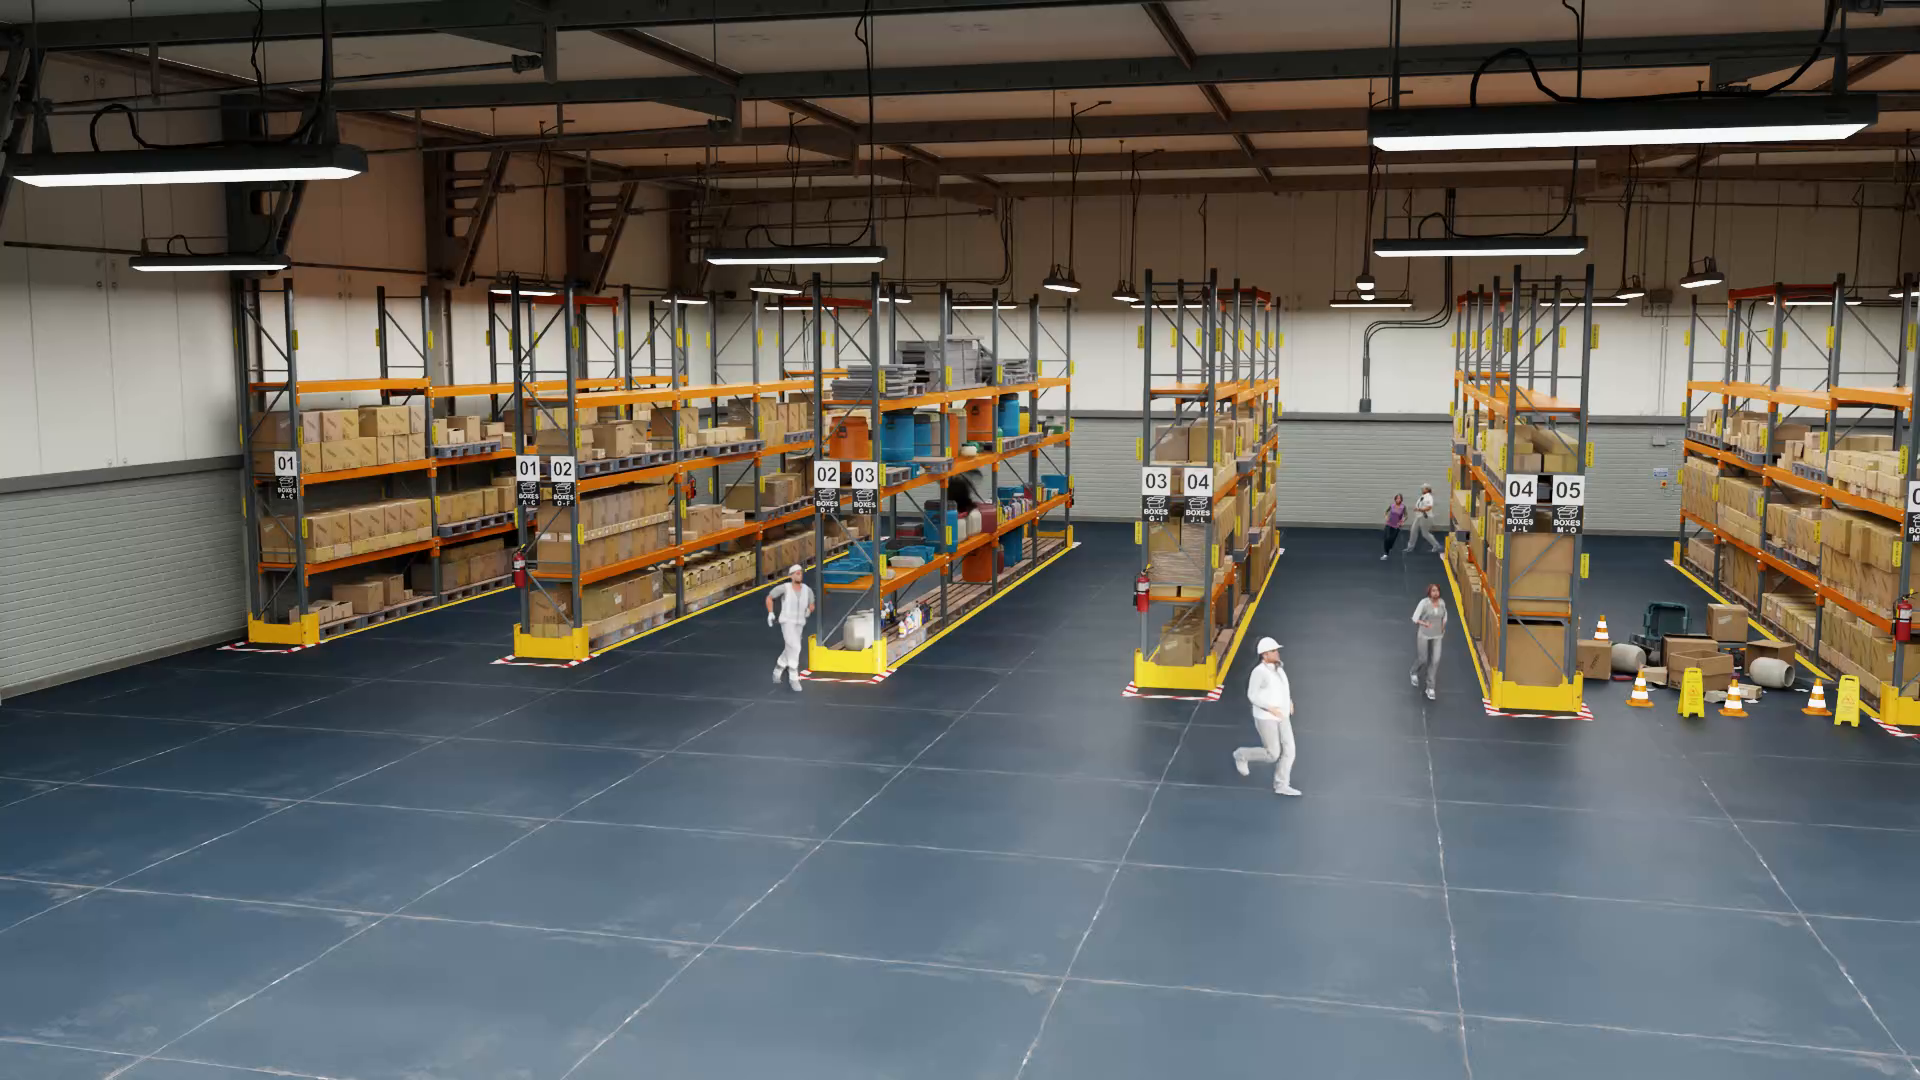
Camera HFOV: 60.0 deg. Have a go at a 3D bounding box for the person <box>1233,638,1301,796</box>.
[{"bbox_3d":[3.450,1.947,18.467,0.808,1.737,0.676,6,9,42],"label":"person"}]

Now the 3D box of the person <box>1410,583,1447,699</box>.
[{"bbox_3d":[6.664,1.396,23.588,0.542,1.603,0.782,0,7,-1],"label":"person"}]

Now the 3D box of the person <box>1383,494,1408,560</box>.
[{"bbox_3d":[9.968,-0.307,38.136,0.557,1.531,0.567,3,8,25],"label":"person"}]

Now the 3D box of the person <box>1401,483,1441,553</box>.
[{"bbox_3d":[10.885,-0.505,39.102,0.868,1.659,0.628,0,7,-2],"label":"person"}]

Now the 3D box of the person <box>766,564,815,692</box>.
[{"bbox_3d":[-2.388,1.242,24.005,0.681,1.772,0.816,-5,9,-37],"label":"person"}]
